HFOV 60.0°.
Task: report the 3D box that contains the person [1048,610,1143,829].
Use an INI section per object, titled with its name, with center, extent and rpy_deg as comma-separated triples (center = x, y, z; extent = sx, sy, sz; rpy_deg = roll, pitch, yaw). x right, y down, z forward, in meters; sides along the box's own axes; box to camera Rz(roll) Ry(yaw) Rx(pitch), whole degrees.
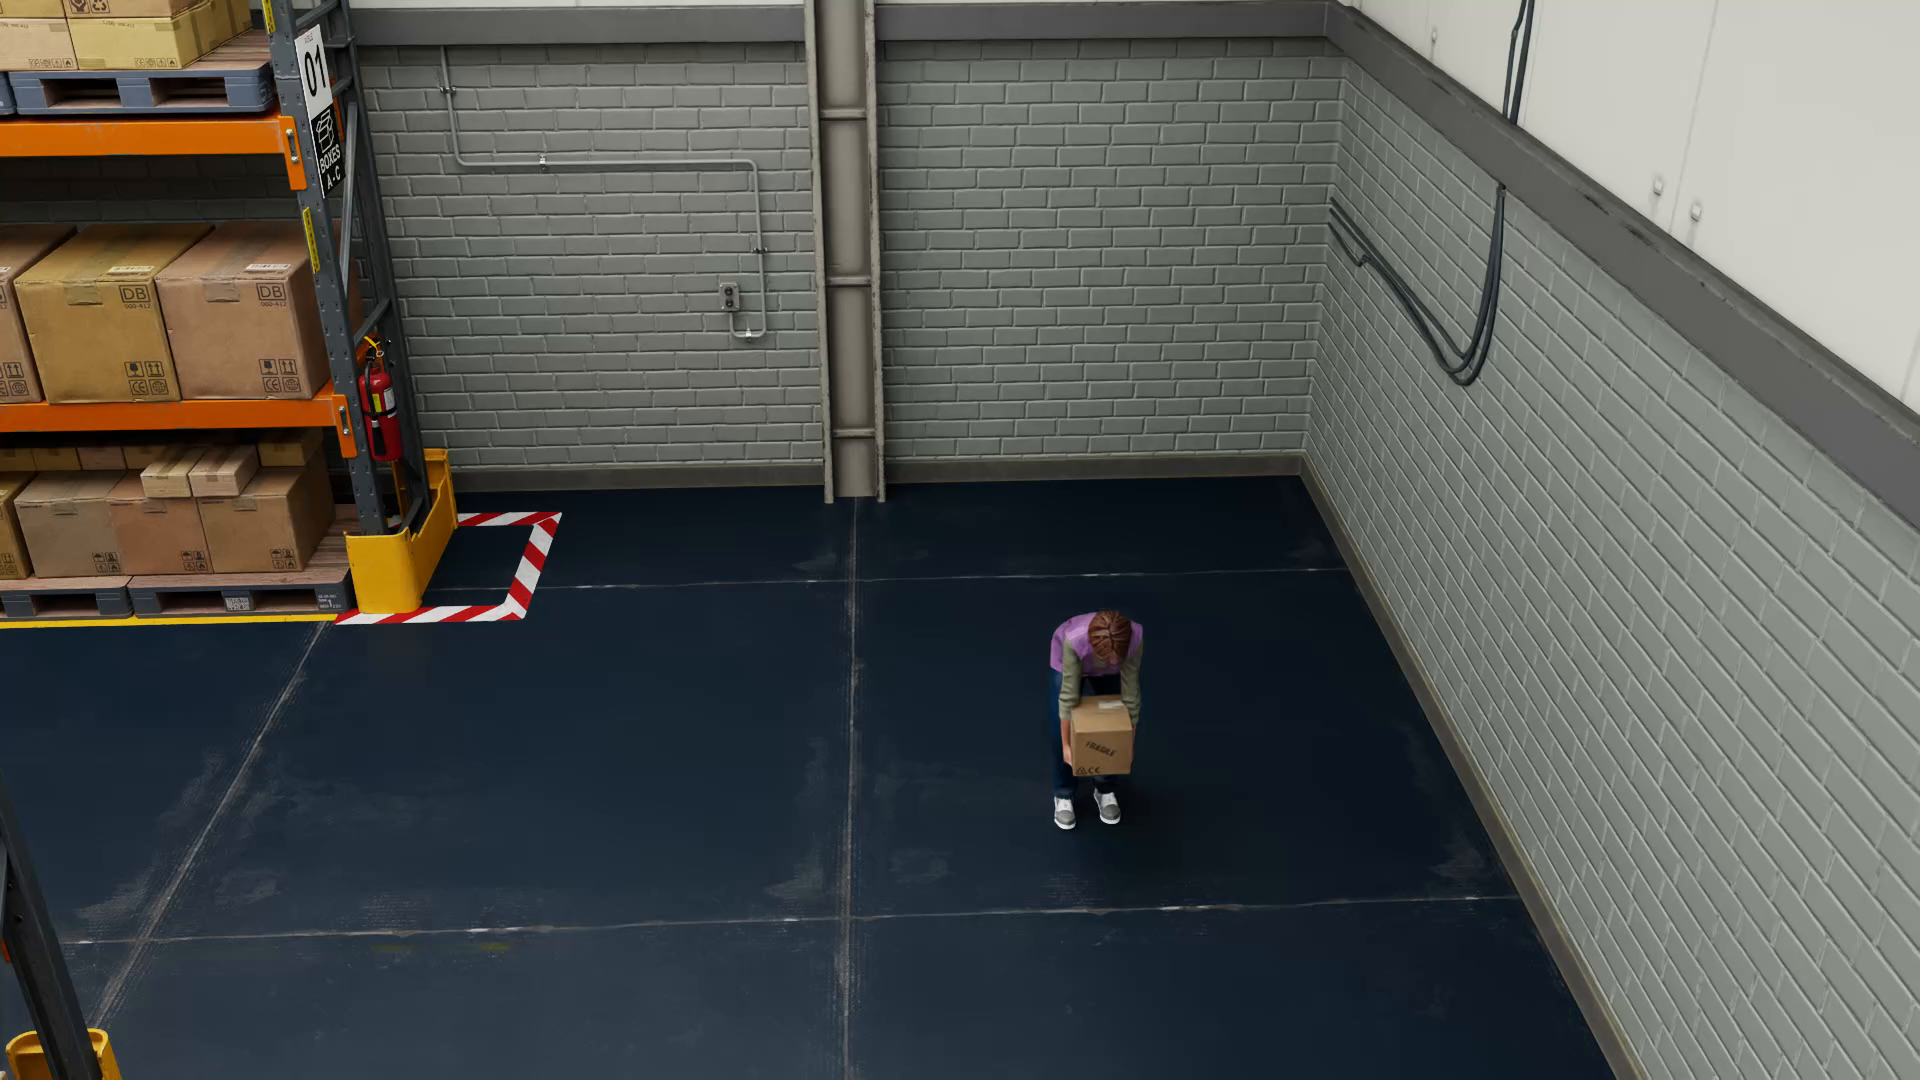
[person]
center = 0.602, 0.779, 7.469
extent = 0.380, 1.316, 0.757
rpy_deg = -2, 28, -4
